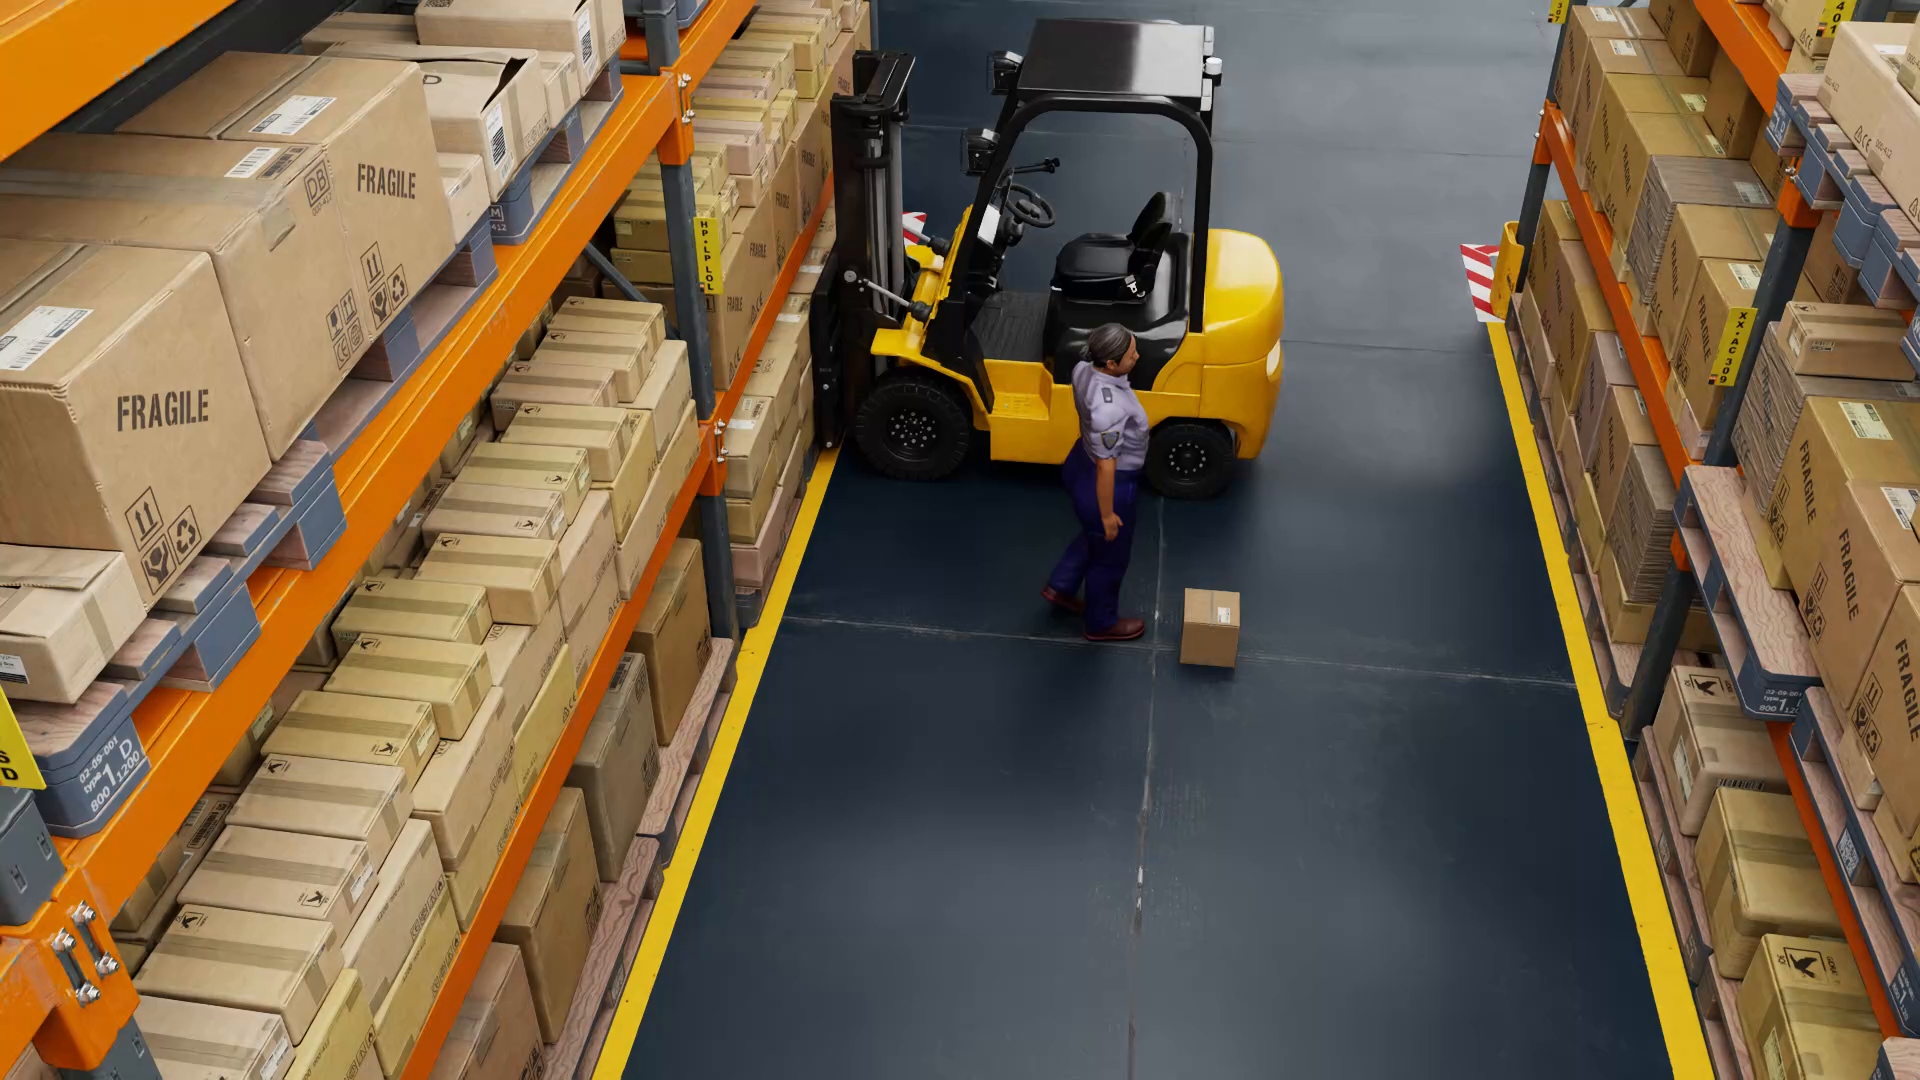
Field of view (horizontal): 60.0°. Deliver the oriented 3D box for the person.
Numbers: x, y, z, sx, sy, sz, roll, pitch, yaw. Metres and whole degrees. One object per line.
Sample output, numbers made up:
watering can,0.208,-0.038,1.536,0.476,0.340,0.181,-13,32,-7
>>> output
person,0.638,-0.229,7.360,0.467,1.668,0.493,-8,37,-11
